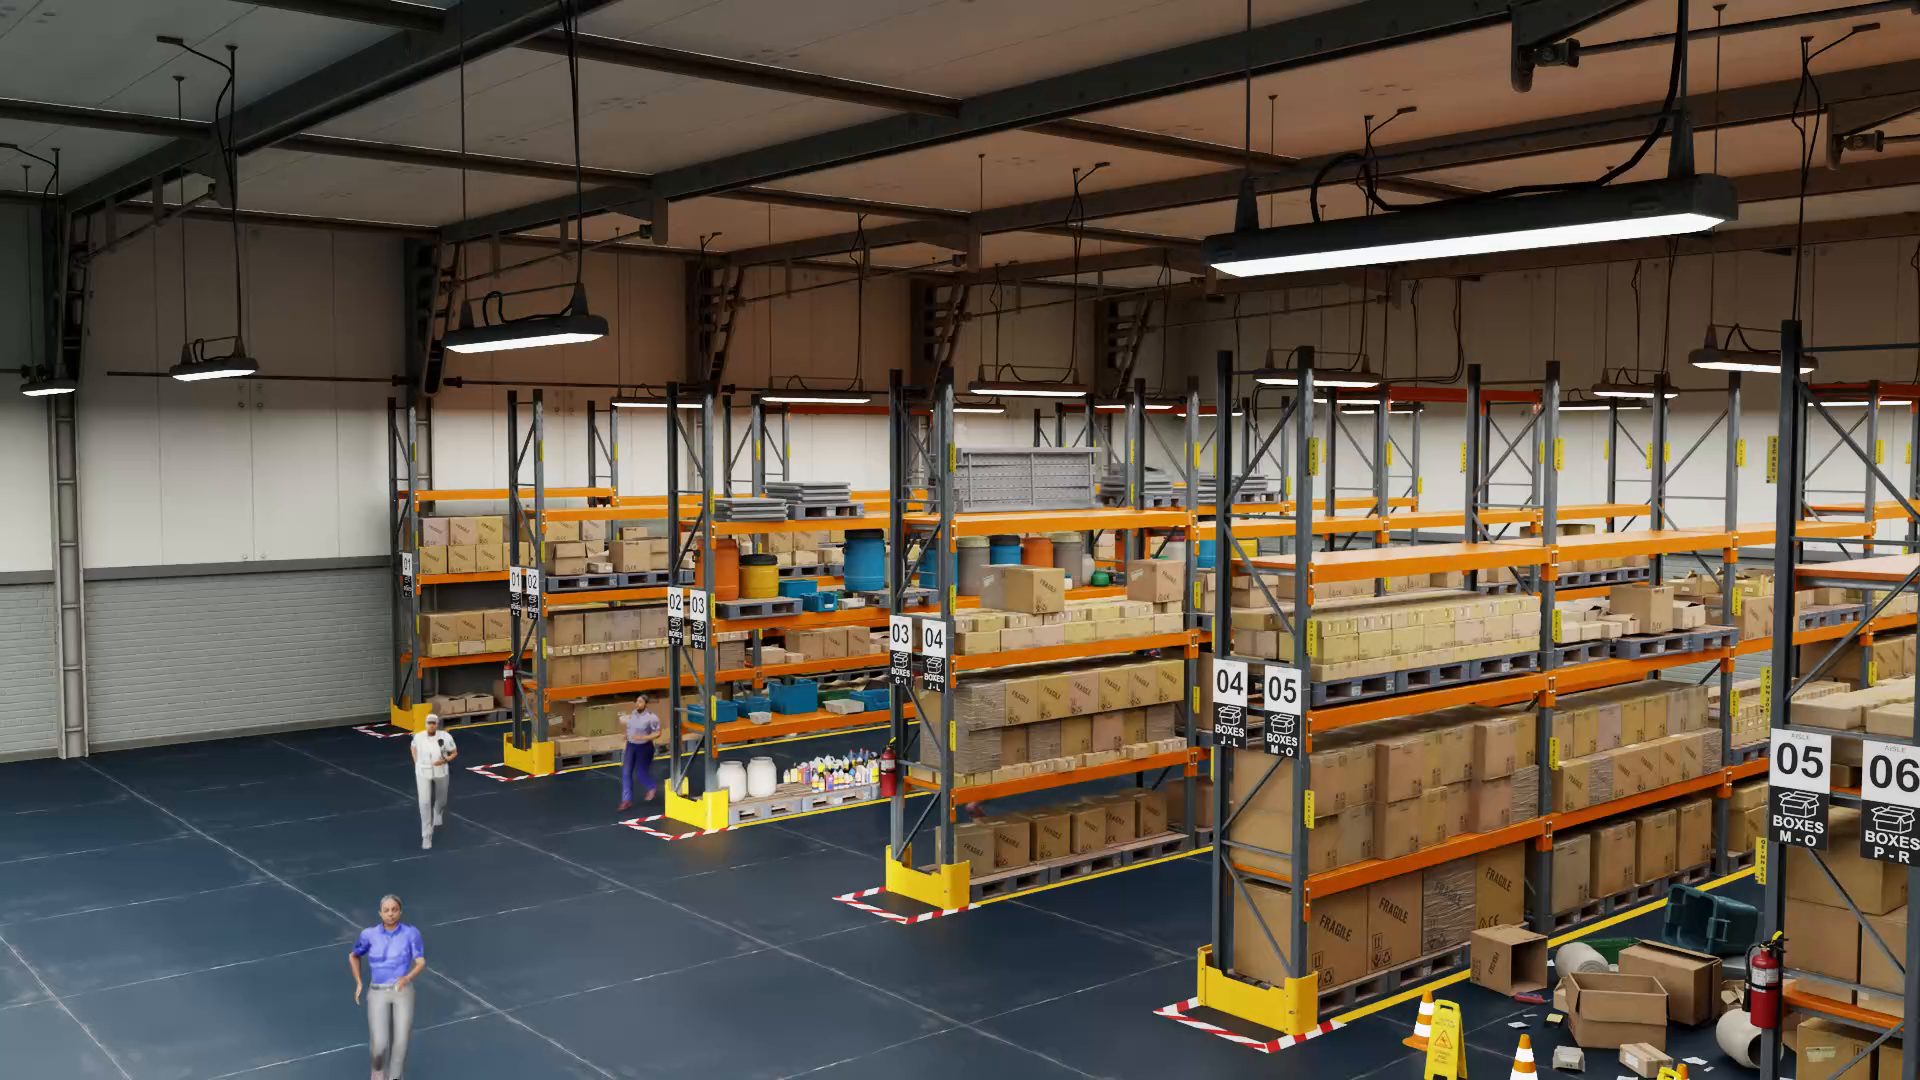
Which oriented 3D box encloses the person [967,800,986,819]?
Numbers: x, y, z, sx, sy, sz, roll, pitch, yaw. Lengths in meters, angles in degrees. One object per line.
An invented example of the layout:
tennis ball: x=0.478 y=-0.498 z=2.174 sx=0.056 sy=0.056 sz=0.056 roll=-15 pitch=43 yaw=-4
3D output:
person: x=0.220 y=3.092 z=21.252 sx=0.583 sy=1.629 sz=0.559 roll=-3 pitch=5 yaw=-45

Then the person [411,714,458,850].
person: x=-6.820 y=3.087 z=21.604 sx=0.572 sy=1.693 sz=1.051 roll=-1 pitch=4 yaw=-21

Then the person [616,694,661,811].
person: x=-4.485 y=3.043 z=23.611 sx=0.642 sy=1.572 sz=0.824 roll=2 pitch=4 yaw=28

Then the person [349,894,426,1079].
person: x=-4.460 y=3.595 z=13.001 sx=0.560 sy=1.603 sz=0.576 roll=-1 pitch=4 yaw=-22
